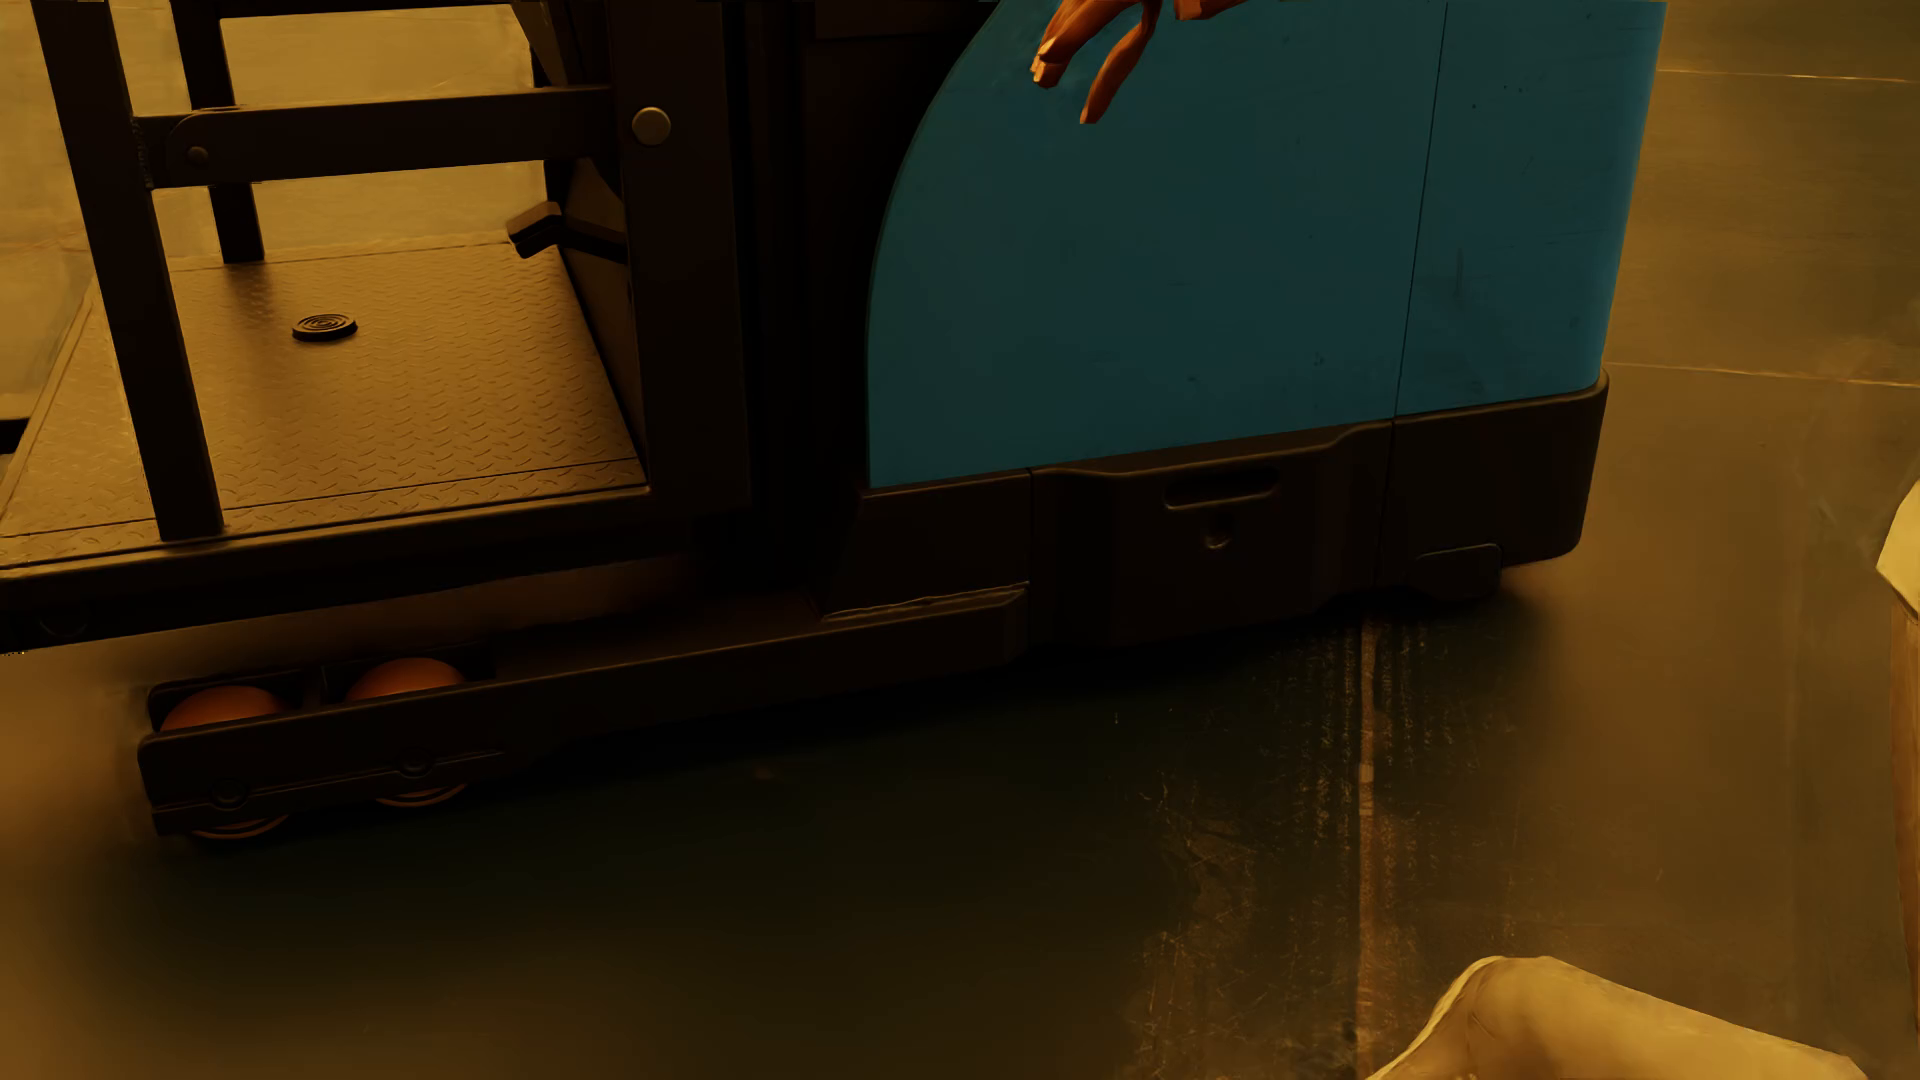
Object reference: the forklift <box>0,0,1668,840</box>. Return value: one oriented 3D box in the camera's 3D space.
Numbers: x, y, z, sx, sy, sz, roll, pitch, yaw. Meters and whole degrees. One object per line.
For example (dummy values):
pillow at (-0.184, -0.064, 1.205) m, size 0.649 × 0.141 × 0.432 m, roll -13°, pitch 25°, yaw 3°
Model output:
forklift at (-0.694, -1.244, 1.712) m, size 3.031 × 2.935 × 1.130 m, roll -8°, pitch 28°, yaw -16°

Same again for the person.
person at (0.373, 0.137, 0.688) m, size 0.827 × 1.460 × 1.088 m, roll 13°, pitch 30°, yaw 24°
